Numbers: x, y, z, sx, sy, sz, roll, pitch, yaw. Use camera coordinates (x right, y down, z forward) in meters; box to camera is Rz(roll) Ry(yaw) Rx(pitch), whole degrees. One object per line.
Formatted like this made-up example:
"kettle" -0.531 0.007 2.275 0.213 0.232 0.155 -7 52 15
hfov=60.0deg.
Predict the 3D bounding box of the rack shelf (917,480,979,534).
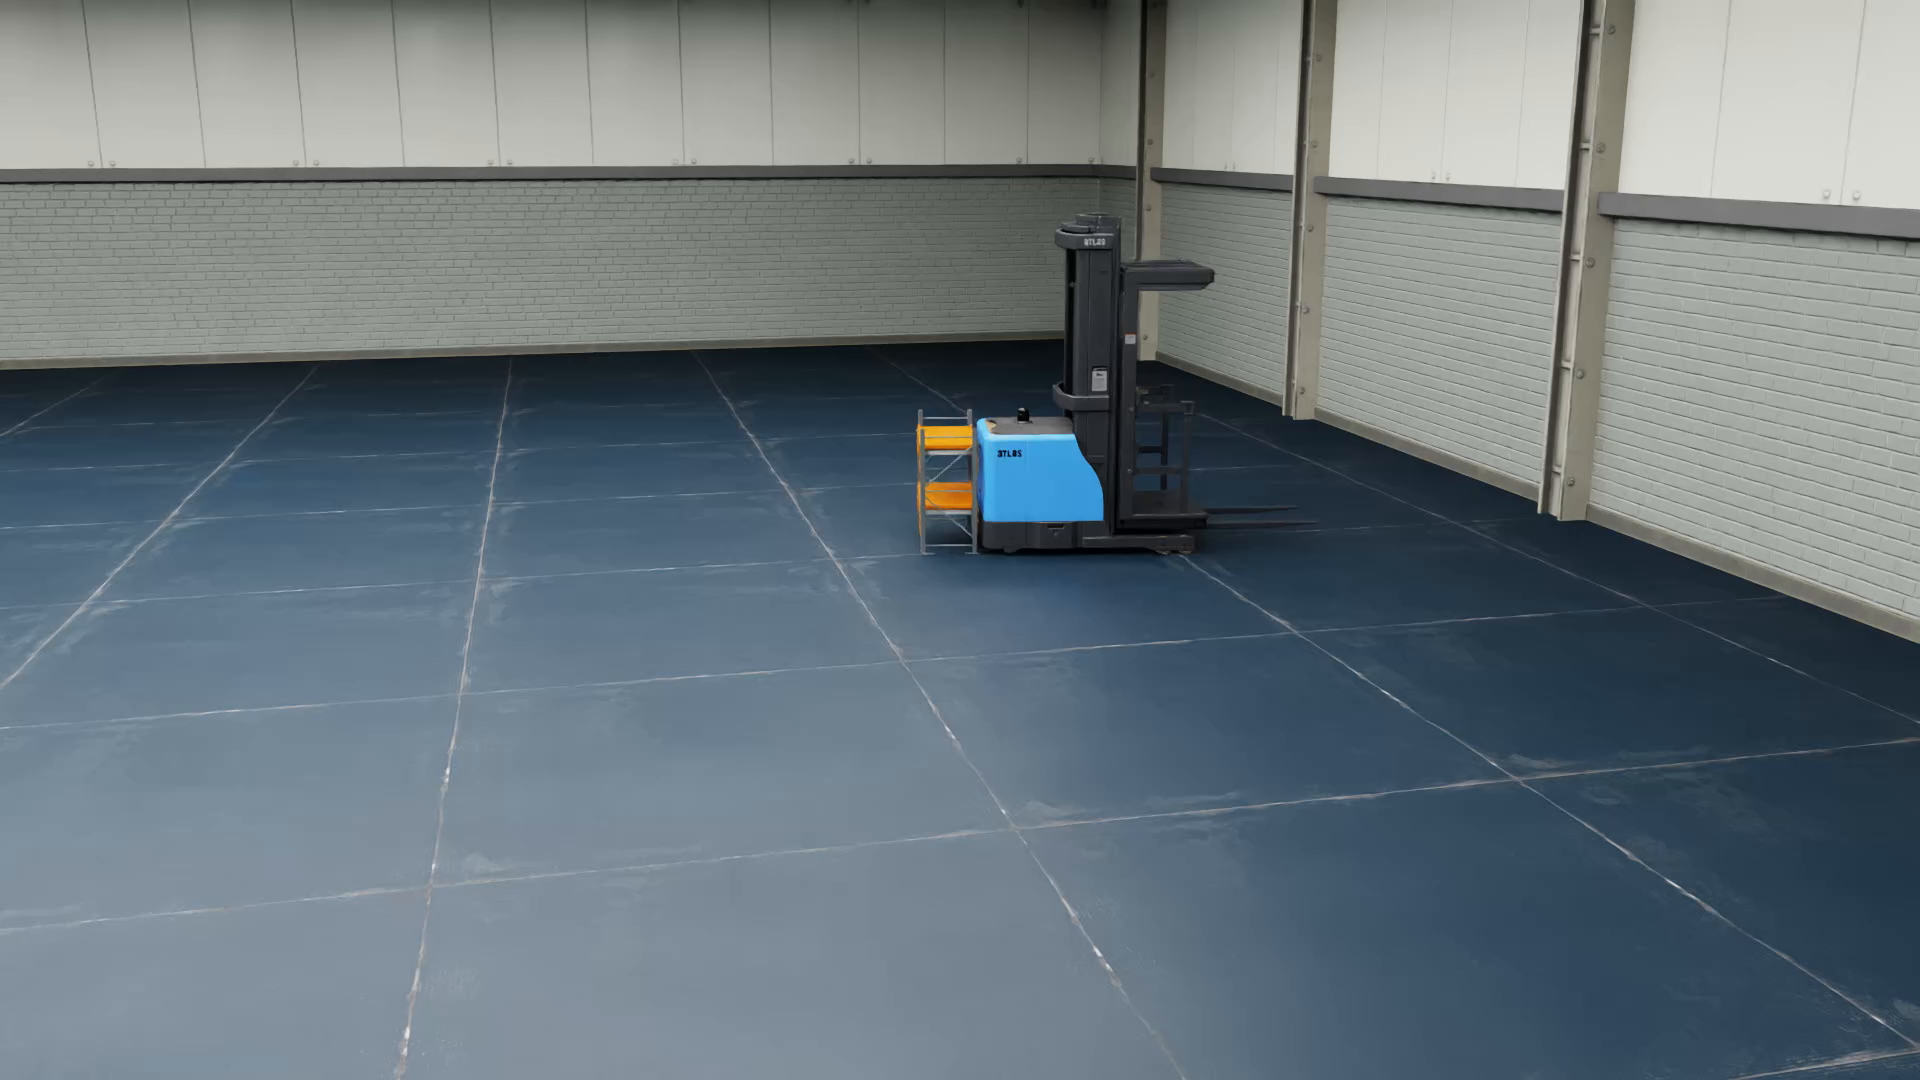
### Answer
"rack shelf" -0.119 -0.307 15.166 0.538 0.278 1.000 -1 14 -2

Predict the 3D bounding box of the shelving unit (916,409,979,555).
"shelving unit" -0.119 -0.544 15.108 0.538 1.125 1.048 -1 14 -2

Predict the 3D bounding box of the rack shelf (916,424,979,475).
"rack shelf" -0.119 -0.829 15.038 0.538 0.278 1.000 -1 14 -2

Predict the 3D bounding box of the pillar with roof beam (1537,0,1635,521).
"pillar with roof beam" 1.688 -4.366 14.160 9.100 9.000 0.400 -3 14 -13

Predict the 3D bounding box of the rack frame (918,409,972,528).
"rack frame" -0.139 -0.665 15.601 0.500 1.125 0.032 -1 14 -2

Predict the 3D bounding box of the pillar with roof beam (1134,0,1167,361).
"pillar with roof beam" -1.130 -7.134 25.491 9.100 9.000 0.400 -3 14 -13

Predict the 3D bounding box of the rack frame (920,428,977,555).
"rack frame" -0.099 -0.424 14.614 0.500 1.125 0.032 -1 14 -2

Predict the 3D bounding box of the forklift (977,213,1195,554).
"forklift" 1.682 -1.423 14.897 3.031 2.935 1.130 -1 14 -4
